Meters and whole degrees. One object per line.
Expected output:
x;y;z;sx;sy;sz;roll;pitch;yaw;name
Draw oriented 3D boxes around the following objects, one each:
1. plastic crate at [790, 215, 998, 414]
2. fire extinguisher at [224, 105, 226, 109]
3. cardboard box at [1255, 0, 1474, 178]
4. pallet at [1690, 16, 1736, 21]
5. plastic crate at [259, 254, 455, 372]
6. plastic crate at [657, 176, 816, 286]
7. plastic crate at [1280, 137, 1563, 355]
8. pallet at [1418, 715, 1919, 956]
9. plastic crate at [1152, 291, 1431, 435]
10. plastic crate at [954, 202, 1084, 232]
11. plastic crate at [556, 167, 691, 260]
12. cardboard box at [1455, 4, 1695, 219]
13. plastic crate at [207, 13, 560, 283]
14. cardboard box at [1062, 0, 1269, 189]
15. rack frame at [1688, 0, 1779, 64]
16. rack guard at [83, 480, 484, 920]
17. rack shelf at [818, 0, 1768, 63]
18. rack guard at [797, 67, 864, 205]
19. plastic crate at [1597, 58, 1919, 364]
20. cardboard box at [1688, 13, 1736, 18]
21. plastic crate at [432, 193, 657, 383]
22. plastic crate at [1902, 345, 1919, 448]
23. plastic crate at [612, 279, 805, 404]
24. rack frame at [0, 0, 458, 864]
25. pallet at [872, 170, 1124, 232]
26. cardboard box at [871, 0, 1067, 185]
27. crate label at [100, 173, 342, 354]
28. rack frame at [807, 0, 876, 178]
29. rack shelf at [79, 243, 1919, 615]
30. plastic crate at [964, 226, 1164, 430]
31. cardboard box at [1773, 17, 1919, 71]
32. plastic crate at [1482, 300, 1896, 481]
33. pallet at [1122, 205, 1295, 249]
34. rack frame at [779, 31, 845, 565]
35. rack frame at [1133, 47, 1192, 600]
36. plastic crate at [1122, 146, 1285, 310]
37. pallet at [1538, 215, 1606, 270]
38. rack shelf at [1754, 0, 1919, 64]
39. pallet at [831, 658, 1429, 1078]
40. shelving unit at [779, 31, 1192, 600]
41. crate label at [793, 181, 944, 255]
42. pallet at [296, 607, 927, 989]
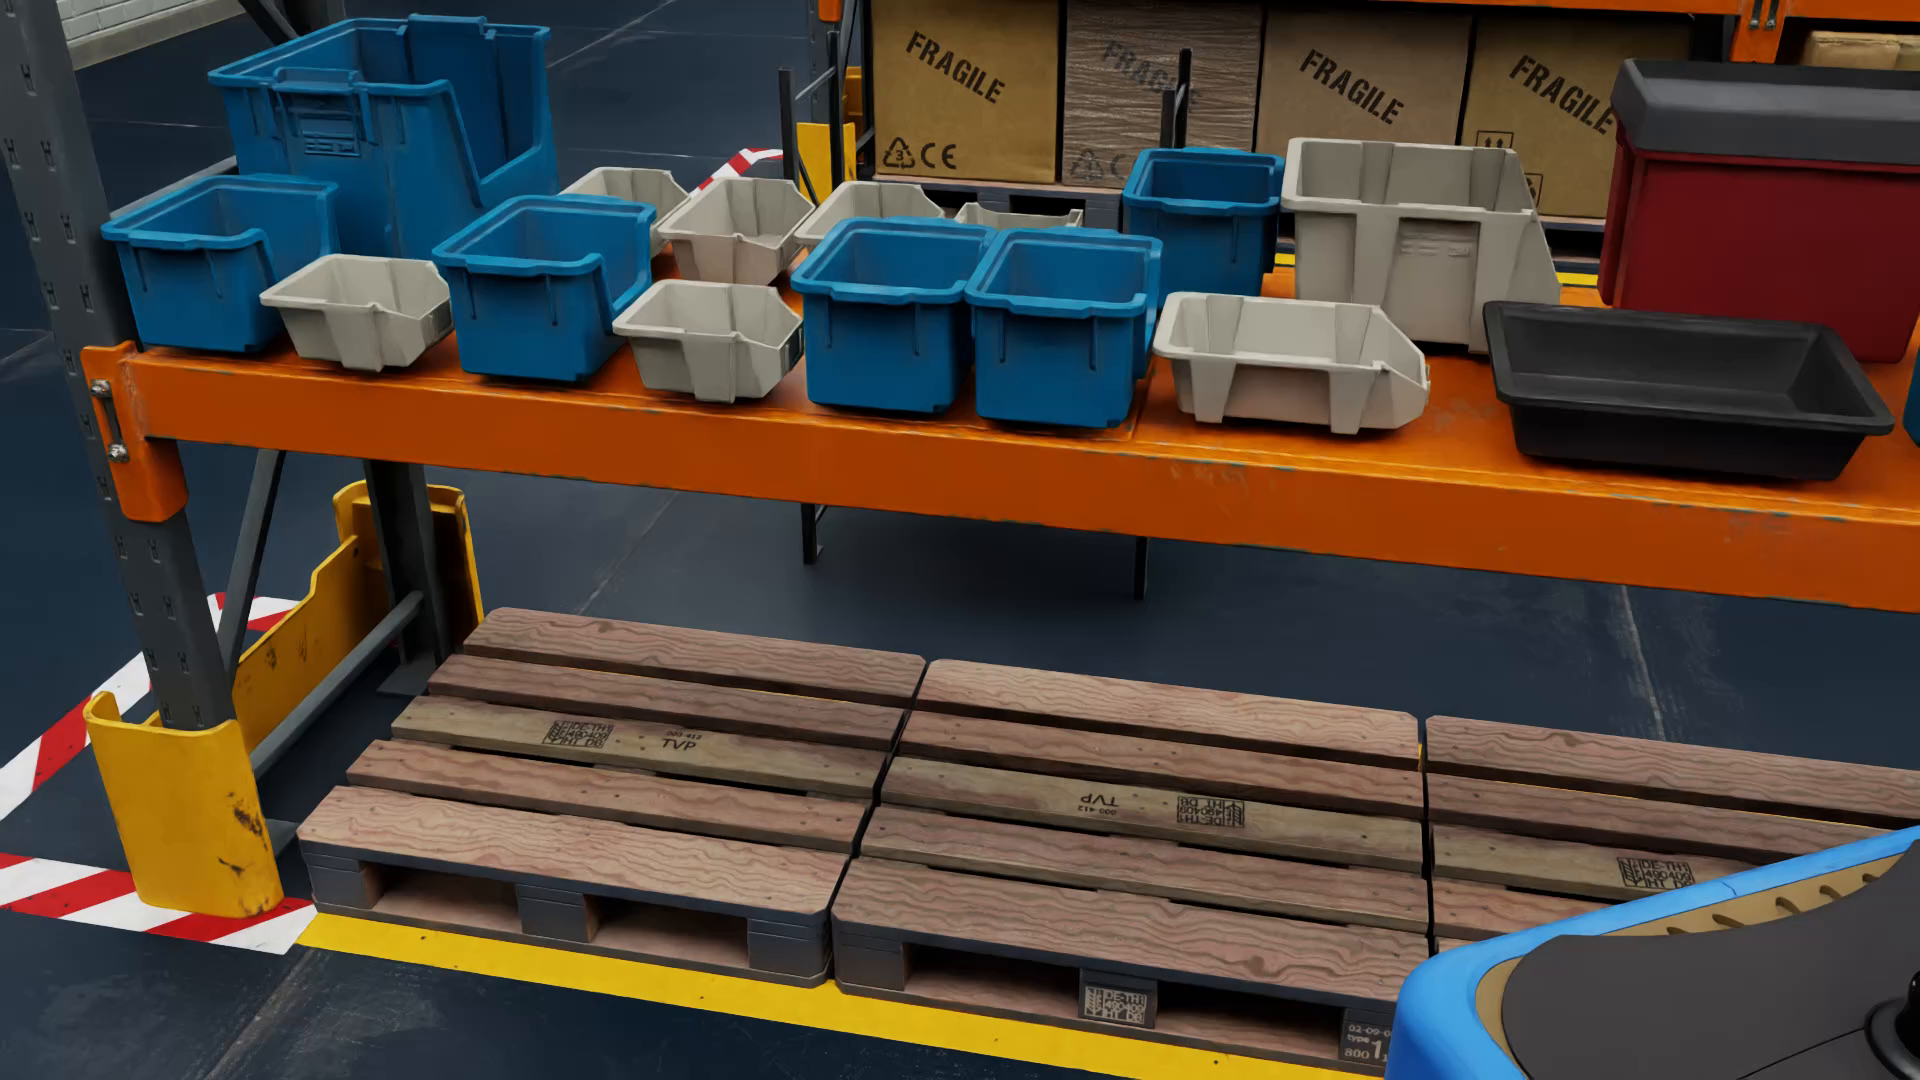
-0.109;-0.401;2.971;0.300;0.233;0.416;6;29;11;plastic crate
-1.622;-0.791;4.040;0.183;0.674;0.296;6;29;11;fire extinguisher
1.868;-2.131;7.794;0.875;0.875;0.875;6;29;11;cardboard box
5.273;-3.703;11.795;1.213;0.211;1.003;6;29;11;pallet
-1.100;-0.420;3.106;0.298;0.136;0.250;6;29;11;plastic crate
-0.453;-0.638;3.504;0.243;0.136;0.396;6;29;11;plastic crate
0.888;-0.573;3.233;0.530;0.282;0.437;6;29;11;plastic crate
1.616;0.809;3.553;1.213;0.211;1.003;6;29;11;pallet
0.577;-0.303;2.892;0.466;0.136;0.293;6;29;11;plastic crate
0.118;-0.600;3.435;0.250;0.136;0.298;6;29;11;plastic crate
-0.734;-0.674;3.569;0.243;0.136;0.396;6;29;11;plastic crate
2.748;-2.041;7.629;0.875;0.875;0.875;6;29;11;cardboard box
-1.203;-0.856;3.590;0.499;0.435;0.616;6;29;11;plastic crate
0.998;-2.220;7.957;0.875;0.875;0.875;6;29;11;cardboard box
3.377;-2.685;7.030;0.127;3.000;1.000;6;29;11;rack frame
-1.595;0.340;4.108;0.348;0.500;1.175;6;29;11;rack guard
1.421;-2.570;7.569;4.000;0.370;1.077;6;29;11;rack shelf
-0.558;-1.992;8.368;0.348;0.500;1.175;6;29;11;rack guard
1.522;-0.620;3.130;0.583;0.464;0.402;6;29;11;plastic crate
5.179;-3.893;11.403;0.500;0.500;0.500;7;29;13;cardboard box
-0.753;-0.467;3.092;0.300;0.233;0.416;6;29;11;plastic crate
1.815;-0.265;2.564;0.575;0.384;0.392;6;29;11;plastic crate
-0.437;-0.352;2.982;0.298;0.136;0.250;6;29;11;plastic crate
-1.569;-0.760;3.514;0.127;3.000;1.000;6;29;11;rack frame
0.264;-1.819;8.353;1.213;0.211;1.003;6;29;11;pallet
0.108;-2.311;8.124;0.875;0.875;0.875;6;29;11;cardboard box
-1.396;-0.533;3.212;0.303;0.233;0.416;6;29;11;crate label
-0.535;-3.086;7.763;0.127;3.000;1.000;6;29;11;rack frame
0.387;-0.244;3.321;4.000;0.370;1.077;6;29;11;rack shelf
0.185;-0.371;2.916;0.300;0.233;0.416;6;29;11;plastic crate
4.007;-1.882;7.340;0.875;0.875;1.225;6;29;11;cardboard box
1.192;-0.250;2.808;0.590;0.125;0.437;6;29;11;plastic crate
1.453;-1.696;8.128;1.213;0.211;1.003;6;29;11;pallet
-0.414;-0.700;4.967;0.032;1.500;0.500;6;29;11;rack frame
0.581;-0.598;4.781;0.032;1.500;0.500;6;29;11;rack frame
0.493;-0.627;3.384;0.300;0.233;0.416;6;29;11;plastic crate
2.650;-1.575;7.906;1.213;0.211;1.003;6;29;11;pallet
5.333;-2.169;6.837;4.000;0.370;1.077;6;29;11;rack shelf
0.419;0.688;3.774;1.213;0.211;1.003;6;29;11;pallet
0.083;-0.649;4.874;1.048;1.500;0.538;6;29;11;shelving unit
-0.176;-0.621;3.474;0.243;0.136;0.396;6;29;11;crate label
-0.771;0.564;4.000;1.213;0.211;1.003;6;29;11;pallet
